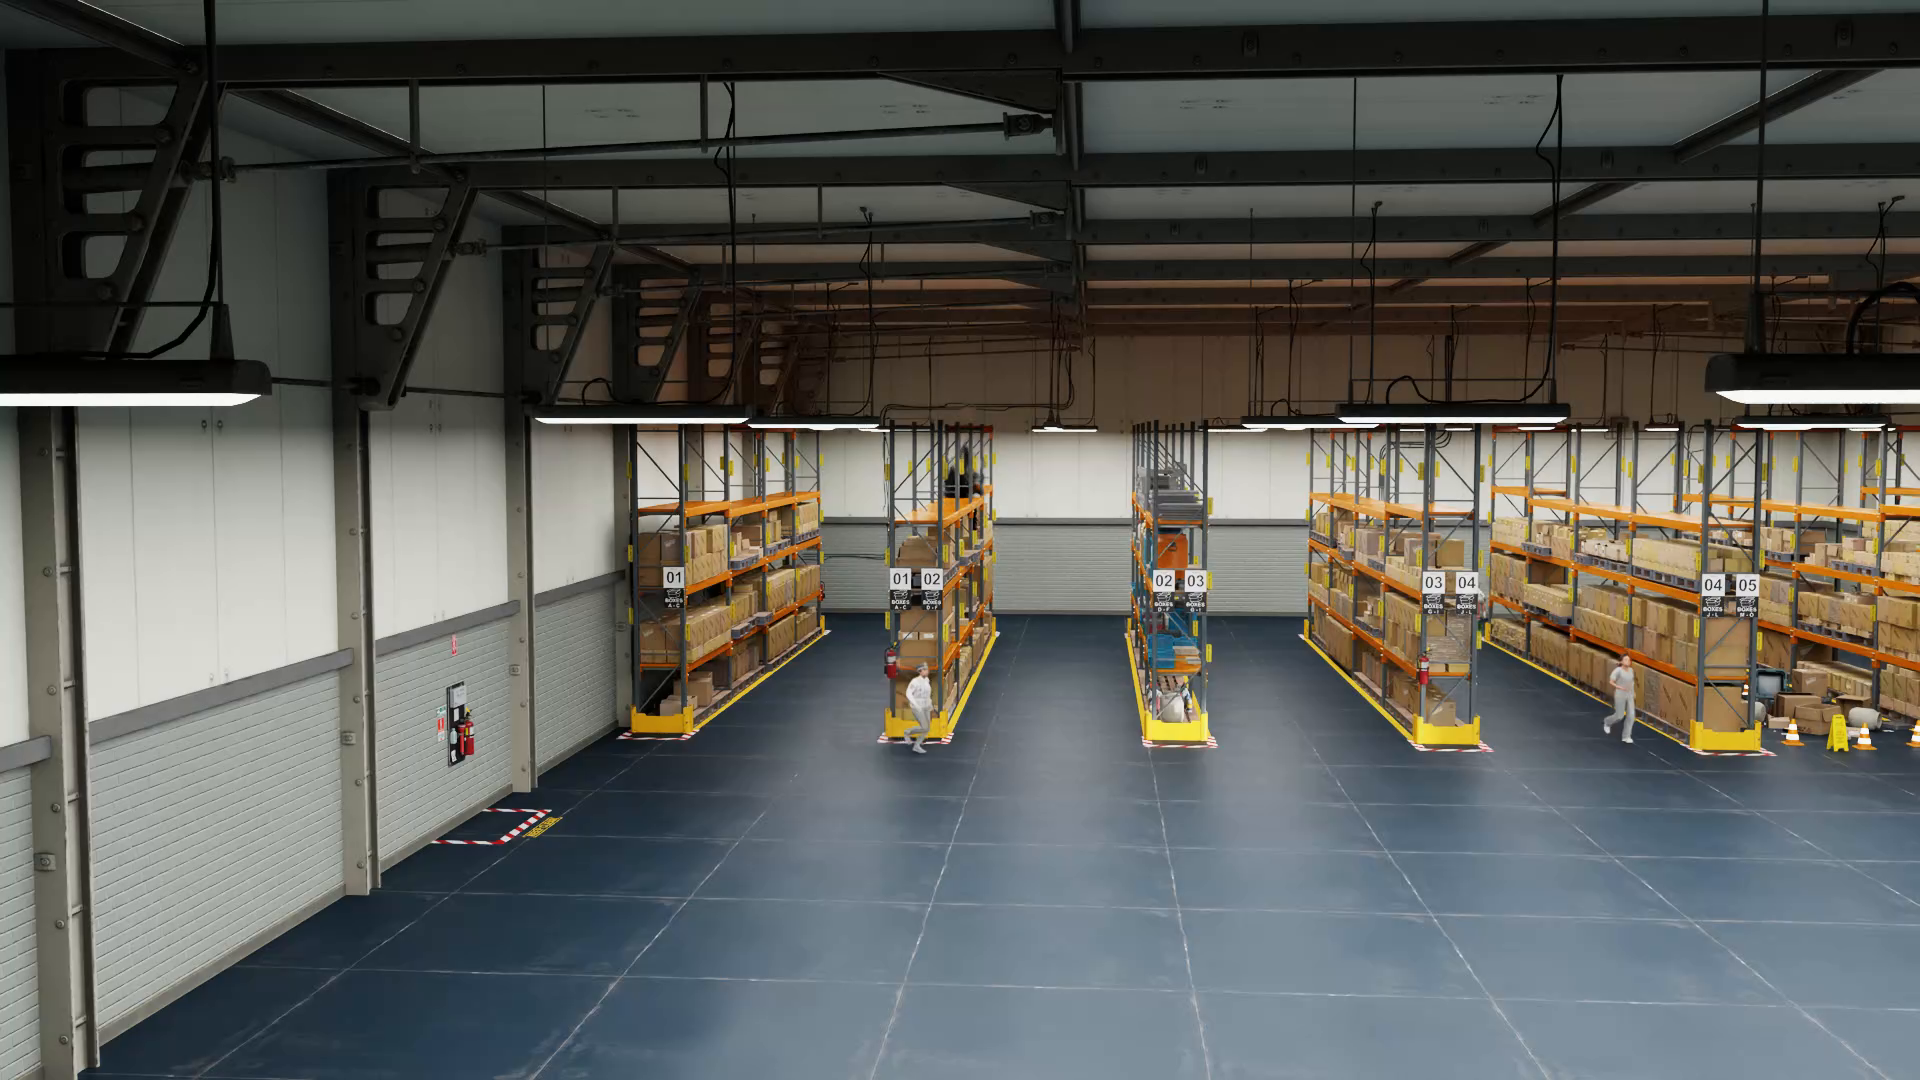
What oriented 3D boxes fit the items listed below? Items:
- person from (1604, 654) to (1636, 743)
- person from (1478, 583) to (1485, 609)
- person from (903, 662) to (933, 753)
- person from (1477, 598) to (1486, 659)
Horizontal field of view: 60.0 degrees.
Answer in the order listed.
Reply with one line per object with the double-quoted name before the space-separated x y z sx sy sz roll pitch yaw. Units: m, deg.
"person" 12.361 2.937 31.052 0.595 1.635 0.777 -1 4 -15
"person" 14.672 1.933 47.531 0.551 1.598 0.707 0 4 -4
"person" -0.757 3.012 30.028 0.525 1.648 0.602 2 4 31
"person" 13.223 2.116 42.910 0.674 1.830 0.925 1 4 9
